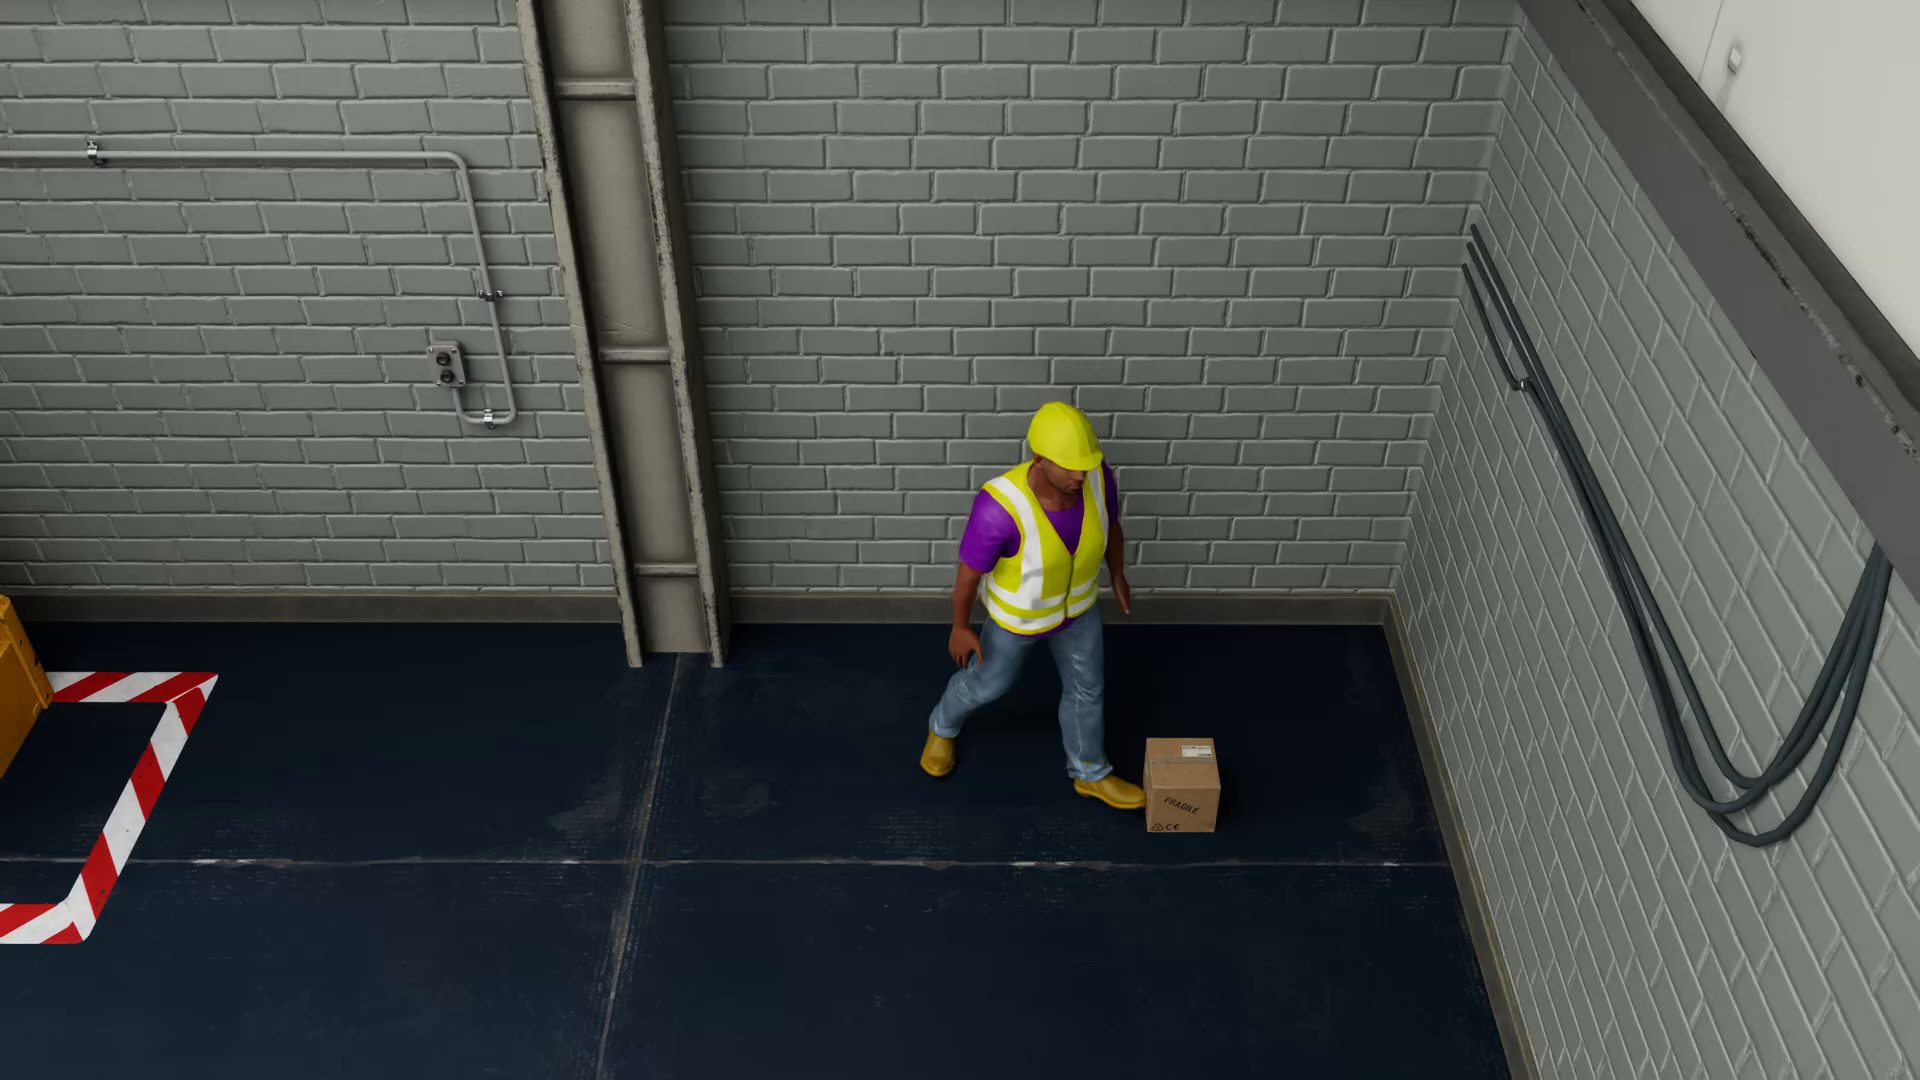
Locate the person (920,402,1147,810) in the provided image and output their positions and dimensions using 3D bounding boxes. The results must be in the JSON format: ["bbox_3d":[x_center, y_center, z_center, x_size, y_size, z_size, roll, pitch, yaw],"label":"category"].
[{"bbox_3d":[0.289,0.230,5.875,0.738,1.747,0.812,-23,45,-26],"label":"person"}]
